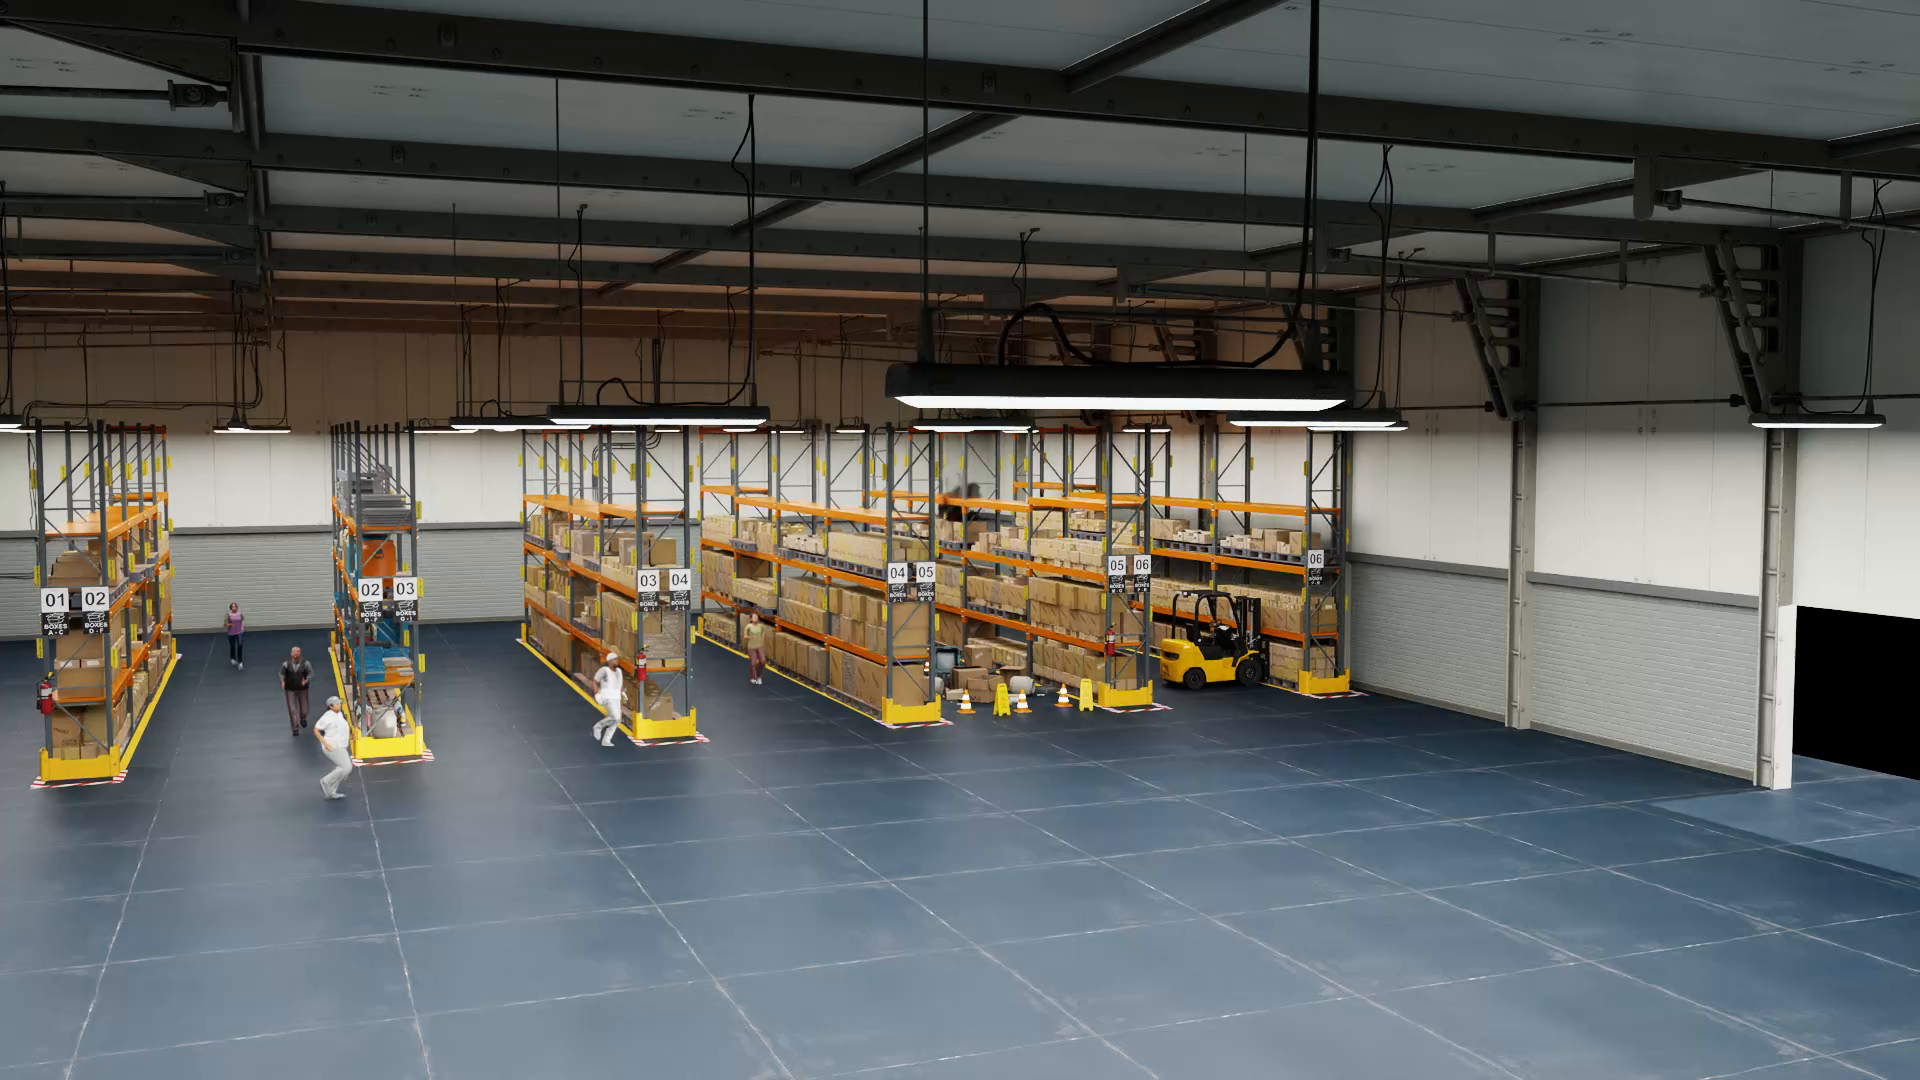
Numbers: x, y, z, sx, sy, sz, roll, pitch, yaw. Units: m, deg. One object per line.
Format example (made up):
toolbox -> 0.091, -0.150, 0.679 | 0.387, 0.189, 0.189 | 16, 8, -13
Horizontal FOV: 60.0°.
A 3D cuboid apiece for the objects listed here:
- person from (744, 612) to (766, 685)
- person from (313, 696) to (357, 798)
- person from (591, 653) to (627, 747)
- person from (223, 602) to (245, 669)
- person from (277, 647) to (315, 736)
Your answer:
person -> -4.700, 2.506, 38.280 | 0.561, 1.671, 0.620 | -2, 4, -25
person -> -9.788, 3.269, 26.199 | 0.559, 1.619, 0.604 | 0, 4, 4
person -> -6.437, 2.945, 30.793 | 0.545, 1.706, 0.733 | 2, 4, 29
person -> -17.922, 2.355, 41.089 | 0.522, 1.645, 0.751 | -2, 4, -31
person -> -12.727, 2.890, 31.886 | 0.666, 1.683, 0.753 | -1, 4, -20
